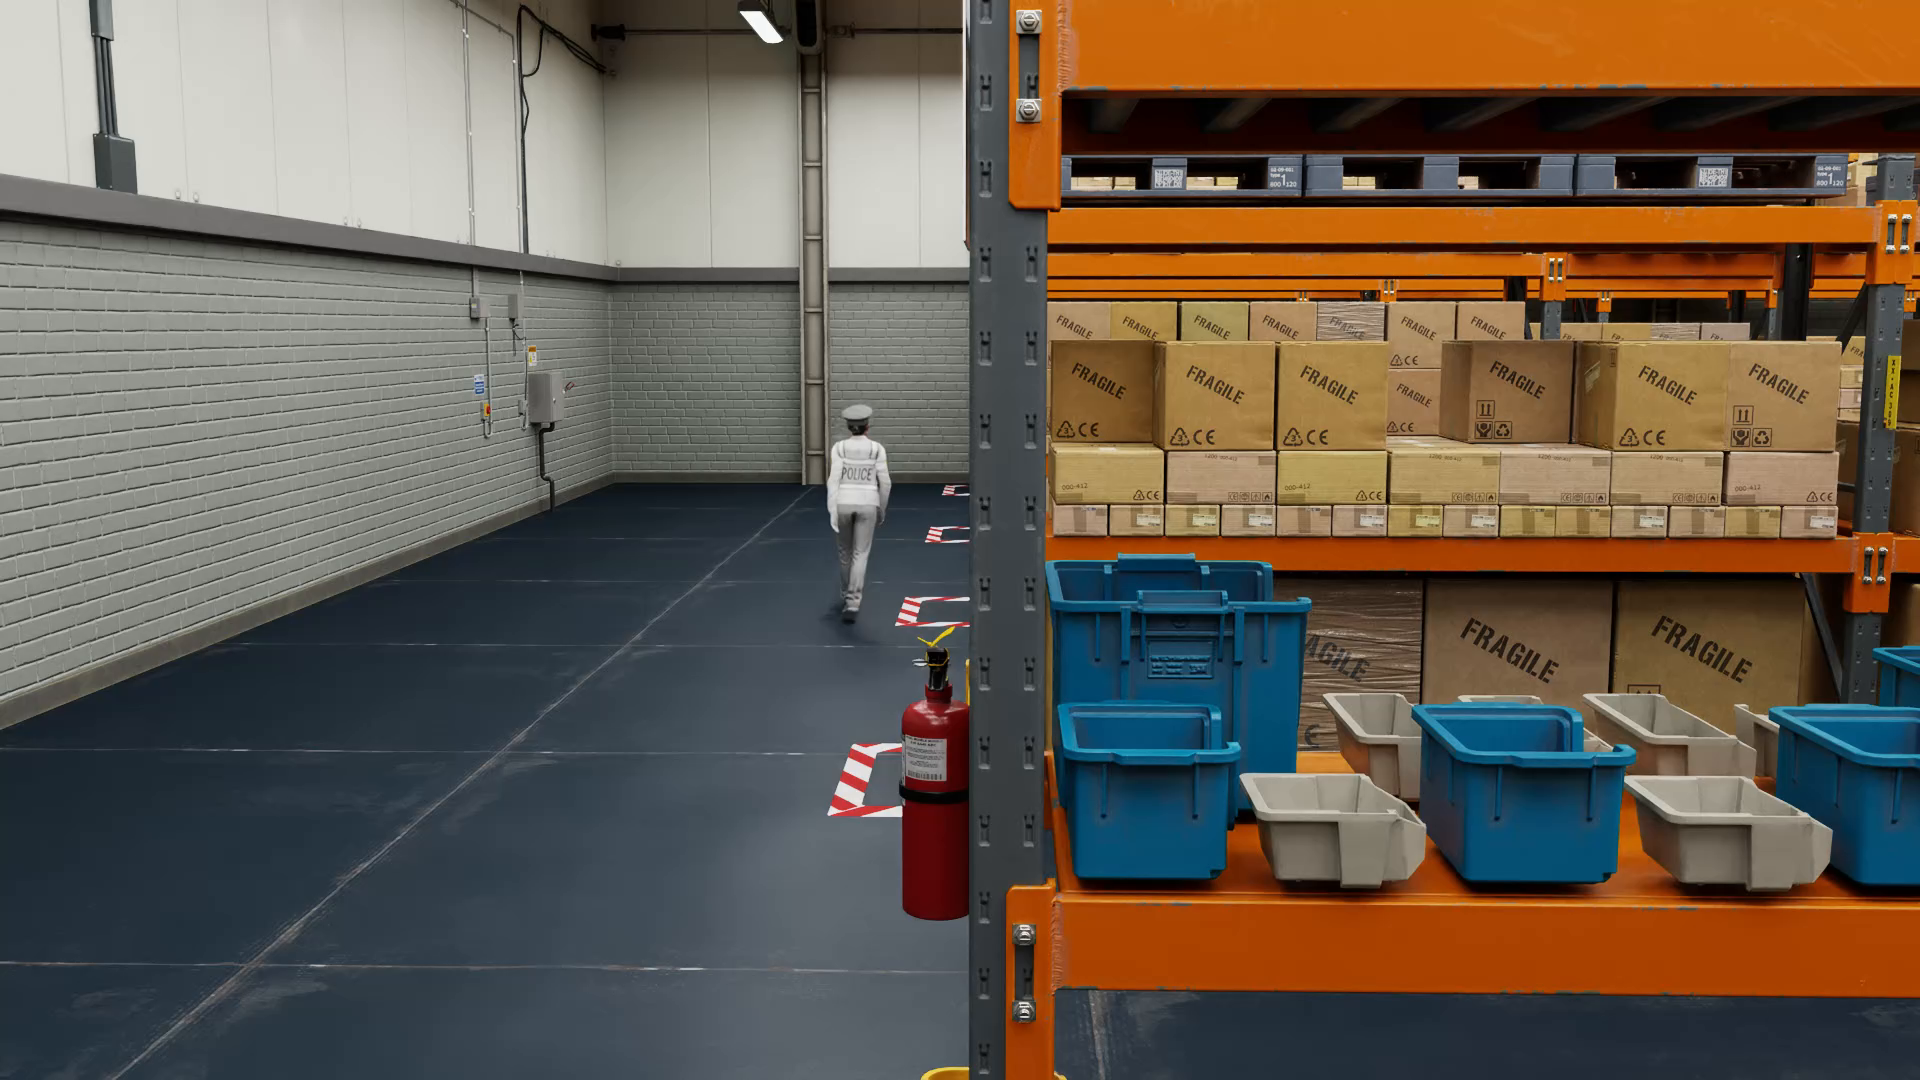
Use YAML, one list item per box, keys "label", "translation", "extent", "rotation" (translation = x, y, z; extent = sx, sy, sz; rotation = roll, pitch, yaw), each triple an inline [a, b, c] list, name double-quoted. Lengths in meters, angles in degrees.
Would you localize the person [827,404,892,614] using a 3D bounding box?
- label: "person"
  translation: [-0.786, -0.263, 13.170]
  extent: [0.489, 1.616, 1.040]
  rotation: [1, 7, 5]
